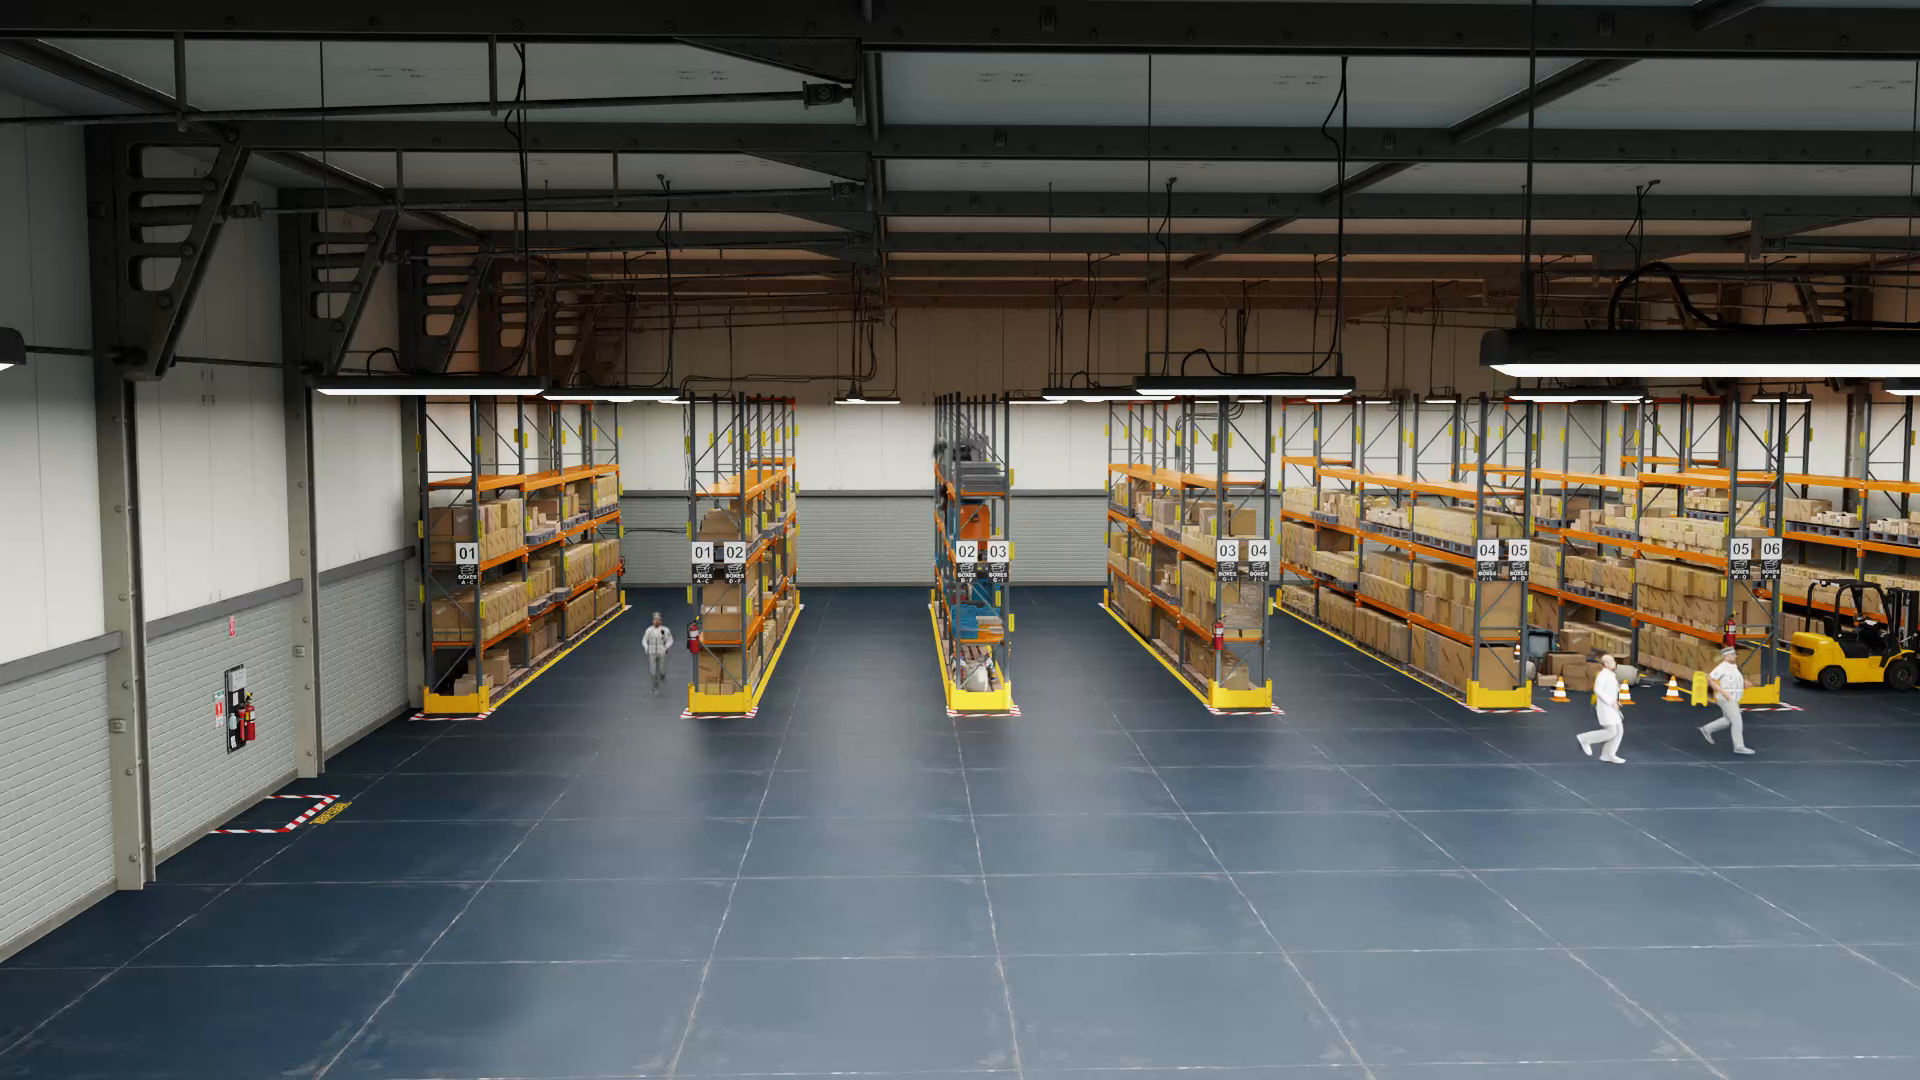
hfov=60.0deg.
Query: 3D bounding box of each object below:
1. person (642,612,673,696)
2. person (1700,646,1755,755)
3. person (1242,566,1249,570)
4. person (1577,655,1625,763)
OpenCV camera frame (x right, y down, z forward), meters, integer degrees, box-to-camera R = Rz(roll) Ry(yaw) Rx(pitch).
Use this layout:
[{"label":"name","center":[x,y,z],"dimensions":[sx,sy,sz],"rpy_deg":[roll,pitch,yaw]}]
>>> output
[{"label":"person","center":[-6.019,2.253,33.057],"dimensions":[0.614,1.641,0.560],"rpy_deg":[0,5,-5]},{"label":"person","center":[12.751,2.625,27.562],"dimensions":[0.901,1.755,0.673],"rpy_deg":[4,6,44]},{"label":"person","center":[7.861,1.096,47.295],"dimensions":[0.618,1.616,0.942],"rpy_deg":[3,6,35]},{"label":"person","center":[10.376,2.714,26.852],"dimensions":[0.721,1.740,0.707],"rpy_deg":[3,5,32]}]
